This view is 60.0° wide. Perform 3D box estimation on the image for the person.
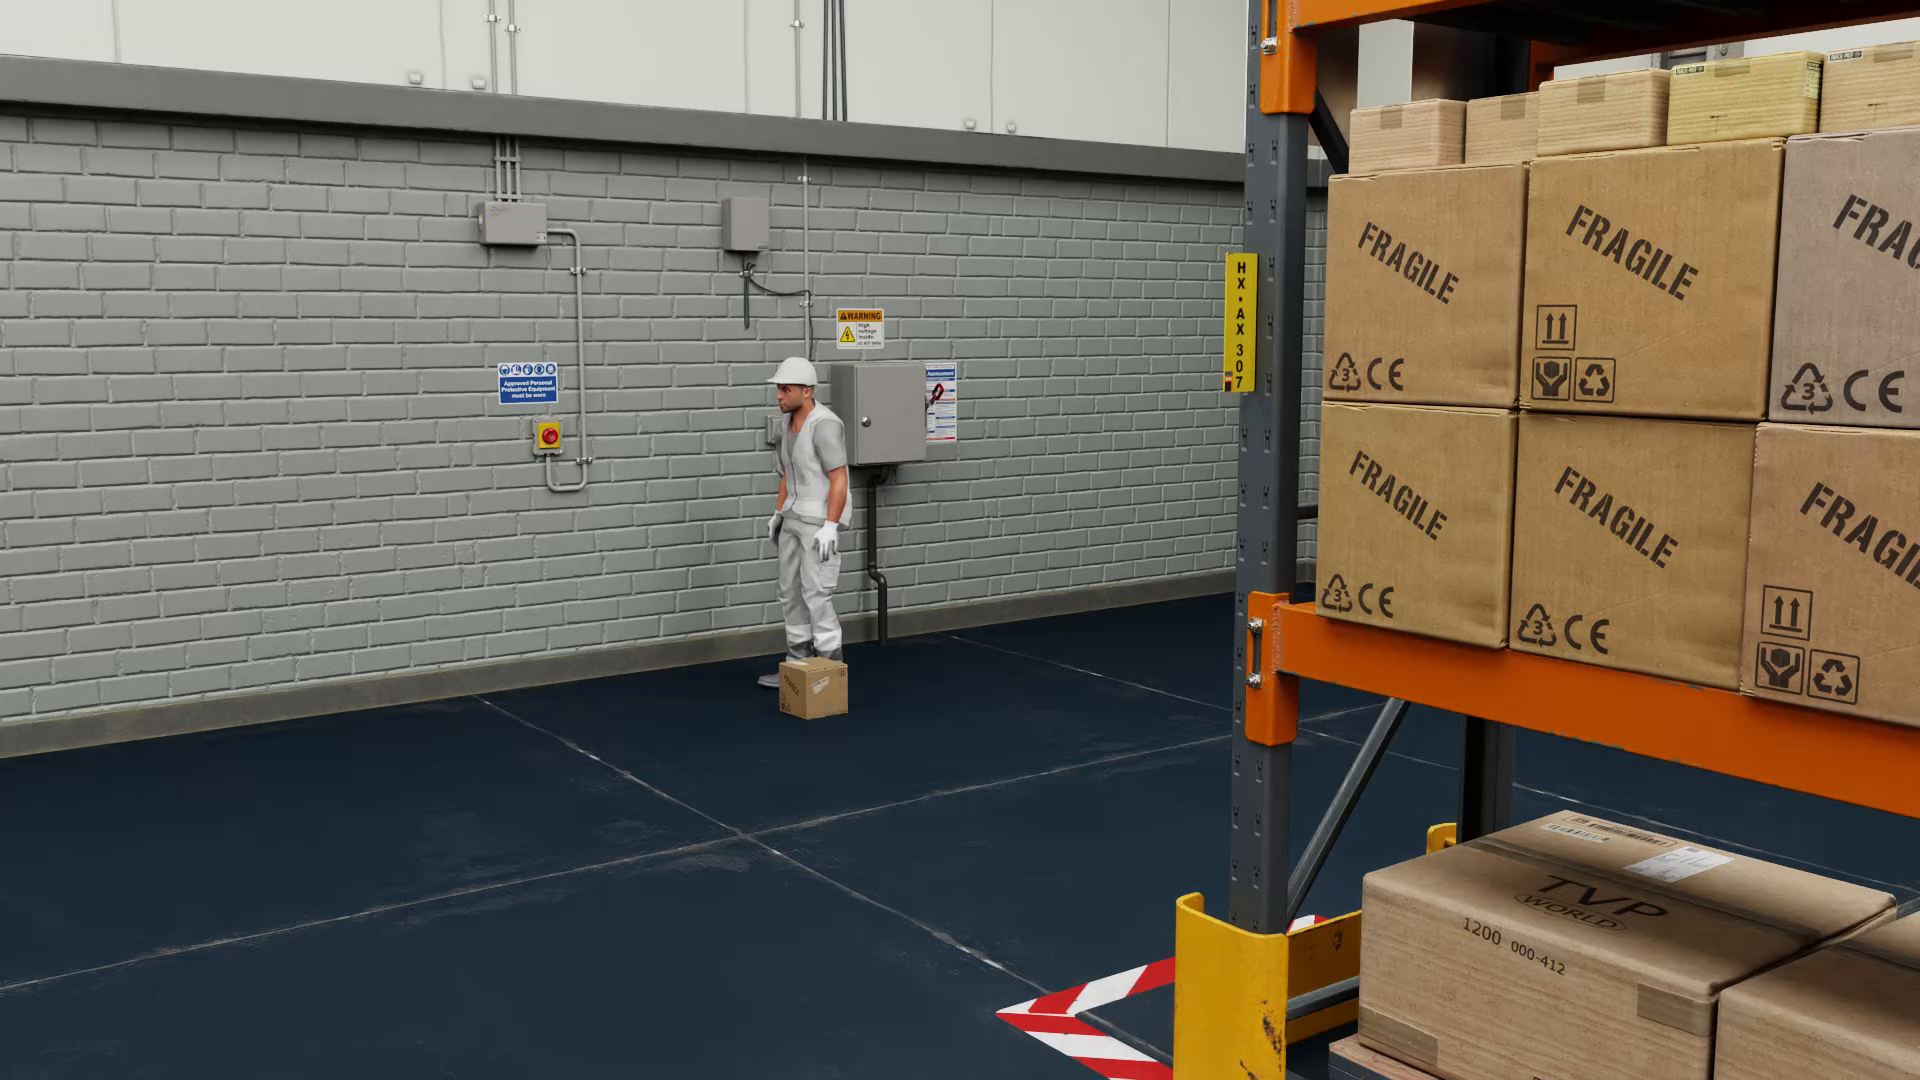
[{"bbox_3d":[-0.814,-0.069,8.757,0.452,1.779,0.607,-6,10,-36],"label":"person"}]
